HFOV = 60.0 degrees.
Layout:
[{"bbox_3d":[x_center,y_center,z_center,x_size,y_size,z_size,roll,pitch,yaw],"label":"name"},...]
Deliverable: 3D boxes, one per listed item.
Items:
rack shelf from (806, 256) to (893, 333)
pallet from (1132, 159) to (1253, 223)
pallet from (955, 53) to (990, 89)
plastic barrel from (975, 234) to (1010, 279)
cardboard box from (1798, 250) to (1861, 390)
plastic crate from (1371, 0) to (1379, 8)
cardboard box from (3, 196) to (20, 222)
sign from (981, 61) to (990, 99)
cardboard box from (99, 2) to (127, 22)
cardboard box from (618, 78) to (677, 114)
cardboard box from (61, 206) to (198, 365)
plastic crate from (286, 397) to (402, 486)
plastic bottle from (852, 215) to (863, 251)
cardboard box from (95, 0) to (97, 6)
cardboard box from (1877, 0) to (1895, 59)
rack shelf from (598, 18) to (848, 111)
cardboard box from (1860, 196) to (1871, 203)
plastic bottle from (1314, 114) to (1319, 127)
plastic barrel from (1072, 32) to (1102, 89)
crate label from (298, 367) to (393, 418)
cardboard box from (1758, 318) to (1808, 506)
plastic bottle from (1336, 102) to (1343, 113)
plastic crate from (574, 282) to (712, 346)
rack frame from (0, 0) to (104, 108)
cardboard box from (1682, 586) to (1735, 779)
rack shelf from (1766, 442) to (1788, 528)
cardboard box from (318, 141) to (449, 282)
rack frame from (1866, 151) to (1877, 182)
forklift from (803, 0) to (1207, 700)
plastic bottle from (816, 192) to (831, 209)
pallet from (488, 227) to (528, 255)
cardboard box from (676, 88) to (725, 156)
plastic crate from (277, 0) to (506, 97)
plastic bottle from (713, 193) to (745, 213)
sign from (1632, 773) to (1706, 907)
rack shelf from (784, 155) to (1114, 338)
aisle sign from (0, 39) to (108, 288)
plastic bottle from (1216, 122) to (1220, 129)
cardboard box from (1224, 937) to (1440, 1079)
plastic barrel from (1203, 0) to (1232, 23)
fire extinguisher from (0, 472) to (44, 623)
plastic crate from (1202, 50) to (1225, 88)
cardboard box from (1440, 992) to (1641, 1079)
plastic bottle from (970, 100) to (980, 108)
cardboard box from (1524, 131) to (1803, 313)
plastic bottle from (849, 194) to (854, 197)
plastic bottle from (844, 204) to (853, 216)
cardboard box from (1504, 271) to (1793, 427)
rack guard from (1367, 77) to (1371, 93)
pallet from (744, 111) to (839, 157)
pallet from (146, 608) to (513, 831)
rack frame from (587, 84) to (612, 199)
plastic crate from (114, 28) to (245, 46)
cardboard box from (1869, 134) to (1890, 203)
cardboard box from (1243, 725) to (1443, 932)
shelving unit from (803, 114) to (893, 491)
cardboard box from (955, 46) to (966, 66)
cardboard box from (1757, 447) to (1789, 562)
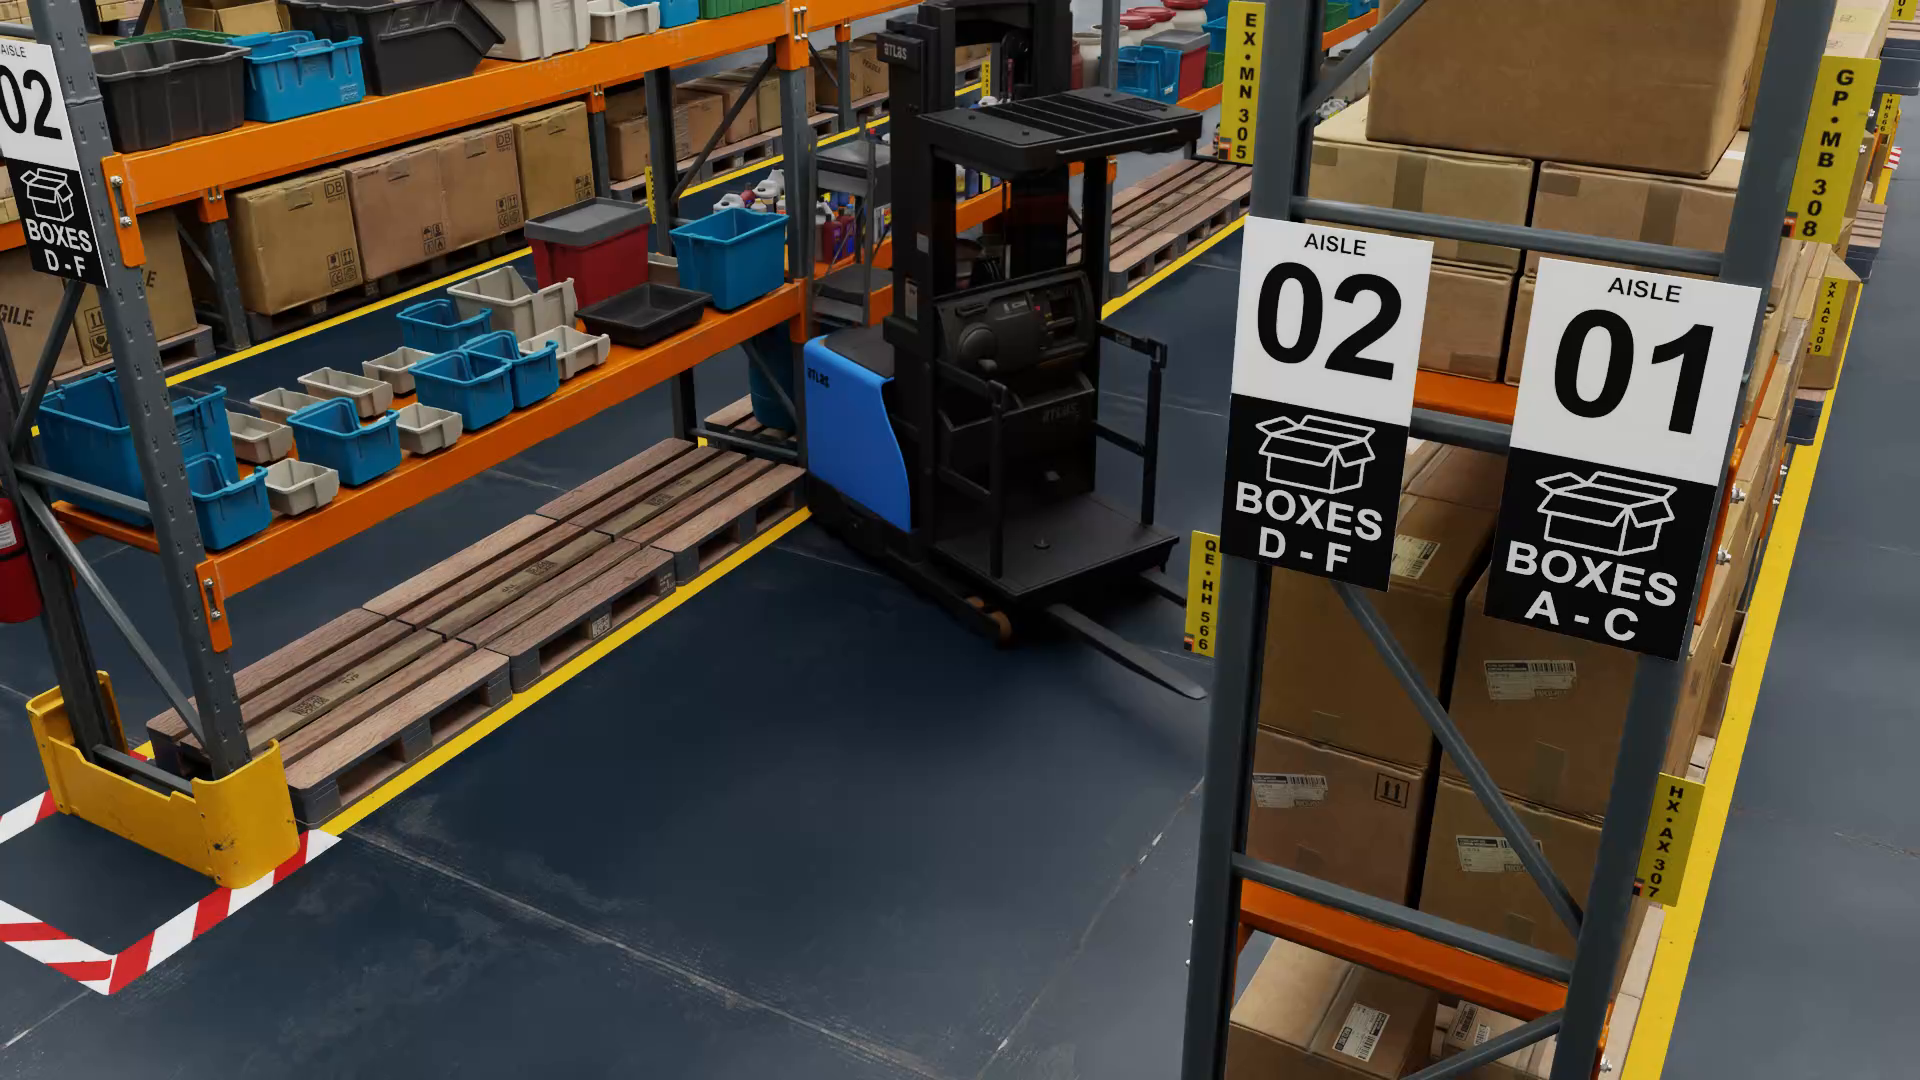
[{"bbox_3d":[-0.561,-1.262,9.387,0.431,0.518,0.480,17,29,25],"label":"rack shelf"},{"bbox_3d":[2.306,-3.284,15.575,1.003,0.211,1.213,14,30,26],"label":"pallet"},{"bbox_3d":[-0.153,-5.910,20.821,1.003,0.211,1.213,14,30,26],"label":"pallet"},{"bbox_3d":[0.265,-1.928,12.061,0.421,0.512,0.421,0,27,0],"label":"plastic barrel"},{"bbox_3d":[3.462,-1.004,7.324,0.700,0.500,0.500,4,27,9],"label":"cardboard box"},{"bbox_3d":[4.317,-5.826,17.703,0.499,0.251,0.408,14,30,26],"label":"plastic crate"},{"bbox_3d":[-5.959,-2.114,10.404,0.380,0.149,0.250,15,30,27],"label":"cardboard box"},{"bbox_3d":[0.209,-3.479,12.666,0.100,0.325,0.005,14,30,26],"label":"sign"},{"bbox_3d":[-8.108,-4.998,15.696,0.380,0.149,0.250,14,30,25],"label":"cardboard box"},{"bbox_3d":[-3.065,-4.269,15.890,0.500,0.250,0.500,18,32,32],"label":"cardboard box"},{"bbox_3d":[-5.983,-1.817,11.433,0.875,0.875,0.875,14,30,26],"label":"cardboard box"},{"bbox_3d":[-2.512,-0.402,6.821,0.416,0.233,0.300,14,30,26],"label":"plastic crate"},{"bbox_3d":[-0.618,-1.789,9.695,0.097,0.201,0.097,0,27,0],"label":"plastic bottle"},{"bbox_3d":[-8.241,-5.024,15.414,0.380,0.149,0.250,14,30,26],"label":"cardboard box"},{"bbox_3d":[3.031,-1.885,5.922,0.500,0.250,0.500,14,30,26],"label":"cardboard box"},{"bbox_3d":[-2.637,-4.836,16.363,1.077,0.370,4.000,14,30,26],"label":"rack shelf"},{"bbox_3d":[6.770,-2.538,12.945,0.500,0.311,0.500,15,30,28],"label":"cardboard box"},{"bbox_3d":[3.510,-4.155,16.667,0.144,0.351,0.185,13,29,24],"label":"plastic bottle"},{"bbox_3d":[1.011,-3.785,13.335,0.421,0.512,0.421,0,27,0],"label":"plastic barrel"},{"bbox_3d":[-2.730,-0.660,7.444,0.396,0.136,0.243,14,30,26],"label":"crate label"},{"bbox_3d":[2.513,-0.477,5.624,0.500,0.500,0.500,14,30,27],"label":"cardboard box"},{"bbox_3d":[3.889,-4.425,17.290,0.152,0.276,0.135,13,30,25],"label":"plastic bottle"},{"bbox_3d":[-1.593,-1.137,8.410,0.437,0.125,0.590,14,30,26],"label":"plastic crate"},{"bbox_3d":[-3.244,-2.852,4.894,1.000,3.000,0.127,14,30,26],"label":"rack frame"},{"bbox_3d":[2.013,0.366,5.056,0.500,0.500,0.500,14,30,26],"label":"cardboard box"},{"bbox_3d":[4.018,-1.094,8.888,1.077,0.370,4.000,14,30,26],"label":"rack shelf"},{"bbox_3d":[-4.852,-2.659,13.115,1.225,0.875,0.875,13,29,24],"label":"cardboard box"},{"bbox_3d":[6.970,-3.754,13.398,1.000,3.000,0.127,14,30,26],"label":"rack frame"},{"bbox_3d":[0.414,-1.039,8.052,1.130,2.935,3.031,-18,32,-32],"label":"forklift"},{"bbox_3d":[-0.893,-2.177,10.303,0.144,0.351,0.185,14,30,26],"label":"plastic bottle"},{"bbox_3d":[-4.074,-2.840,14.688,1.003,0.211,1.213,14,30,26],"label":"pallet"},{"bbox_3d":[-2.774,-4.164,16.518,0.700,0.500,0.500,17,31,30],"label":"cardboard box"},{"bbox_3d":[-2.253,-2.018,6.648,0.504,0.338,0.767,14,30,26],"label":"plastic crate"},{"bbox_3d":[-1.364,-1.898,9.828,0.152,0.276,0.135,14,30,26],"label":"plastic bottle"},{"bbox_3d":[1.539,0.655,3.623,0.100,0.325,0.005,14,30,26],"label":"sign"},{"bbox_3d":[-0.293,-2.186,11.070,1.077,0.370,4.000,14,30,26],"label":"rack shelf"},{"bbox_3d":[-3.021,-1.238,5.469,0.394,0.787,0.004,14,30,26],"label":"aisle sign"},{"bbox_3d":[2.608,-4.088,16.609,0.061,0.283,0.133,16,31,29],"label":"plastic bottle"},{"bbox_3d":[1.119,1.578,5.048,0.500,0.500,0.500,14,30,26],"label":"cardboard box"},{"bbox_3d":[2.205,-4.986,15.300,0.600,0.901,0.708,14,30,26],"label":"plastic barrel"},{"bbox_3d":[-3.714,-0.009,6.421,0.296,0.674,0.183,14,30,26],"label":"fire extinguisher"},{"bbox_3d":[2.048,-4.010,14.147,0.450,0.188,0.662,14,30,26],"label":"plastic crate"},{"bbox_3d":[1.827,1.611,5.260,0.500,0.250,0.500,14,30,26],"label":"cardboard box"},{"bbox_3d":[0.116,-3.093,12.221,0.097,0.271,0.097,0,27,0],"label":"plastic bottle"},{"bbox_3d":[1.546,-0.718,3.591,0.500,0.250,0.500,14,30,26],"label":"cardboard box"},{"bbox_3d":[-0.756,-2.379,10.791,0.152,0.276,0.135,14,30,26],"label":"plastic bottle"},{"bbox_3d":[-0.655,-1.899,9.914,0.097,0.201,0.097,0,27,0],"label":"plastic bottle"},{"bbox_3d":[1.540,-0.496,3.706,0.500,0.250,0.500,14,30,26],"label":"cardboard box"},{"bbox_3d":[4.630,-5.247,19.174,1.175,0.500,0.348,14,30,26],"label":"rack guard"},{"bbox_3d":[-2.035,-4.386,17.776,1.003,0.211,1.213,14,30,26],"label":"pallet"},{"bbox_3d":[-2.805,0.765,7.487,1.003,0.211,1.213,14,30,26],"label":"pallet"},{"bbox_3d":[-3.621,-4.378,14.644,1.000,3.000,0.127,14,30,26],"label":"rack frame"},{"bbox_3d":[-3.008,-1.863,6.507,0.450,0.188,0.336,14,30,26],"label":"plastic crate"},{"bbox_3d":[7.470,-3.159,13.975,0.500,0.500,0.500,14,30,26],"label":"cardboard box"},{"bbox_3d":[1.050,0.644,4.501,0.500,0.500,0.500,15,30,28],"label":"cardboard box"},{"bbox_3d":[-0.560,-1.275,9.381,0.431,2.100,0.503,17,29,25],"label":"shelving unit"},{"bbox_3d":[-0.271,-6.085,20.379,0.500,0.500,0.500,24,35,39],"label":"cardboard box"},{"bbox_3d":[3.989,-0.253,8.706,0.500,0.500,0.500,15,30,27],"label":"cardboard box"}]
